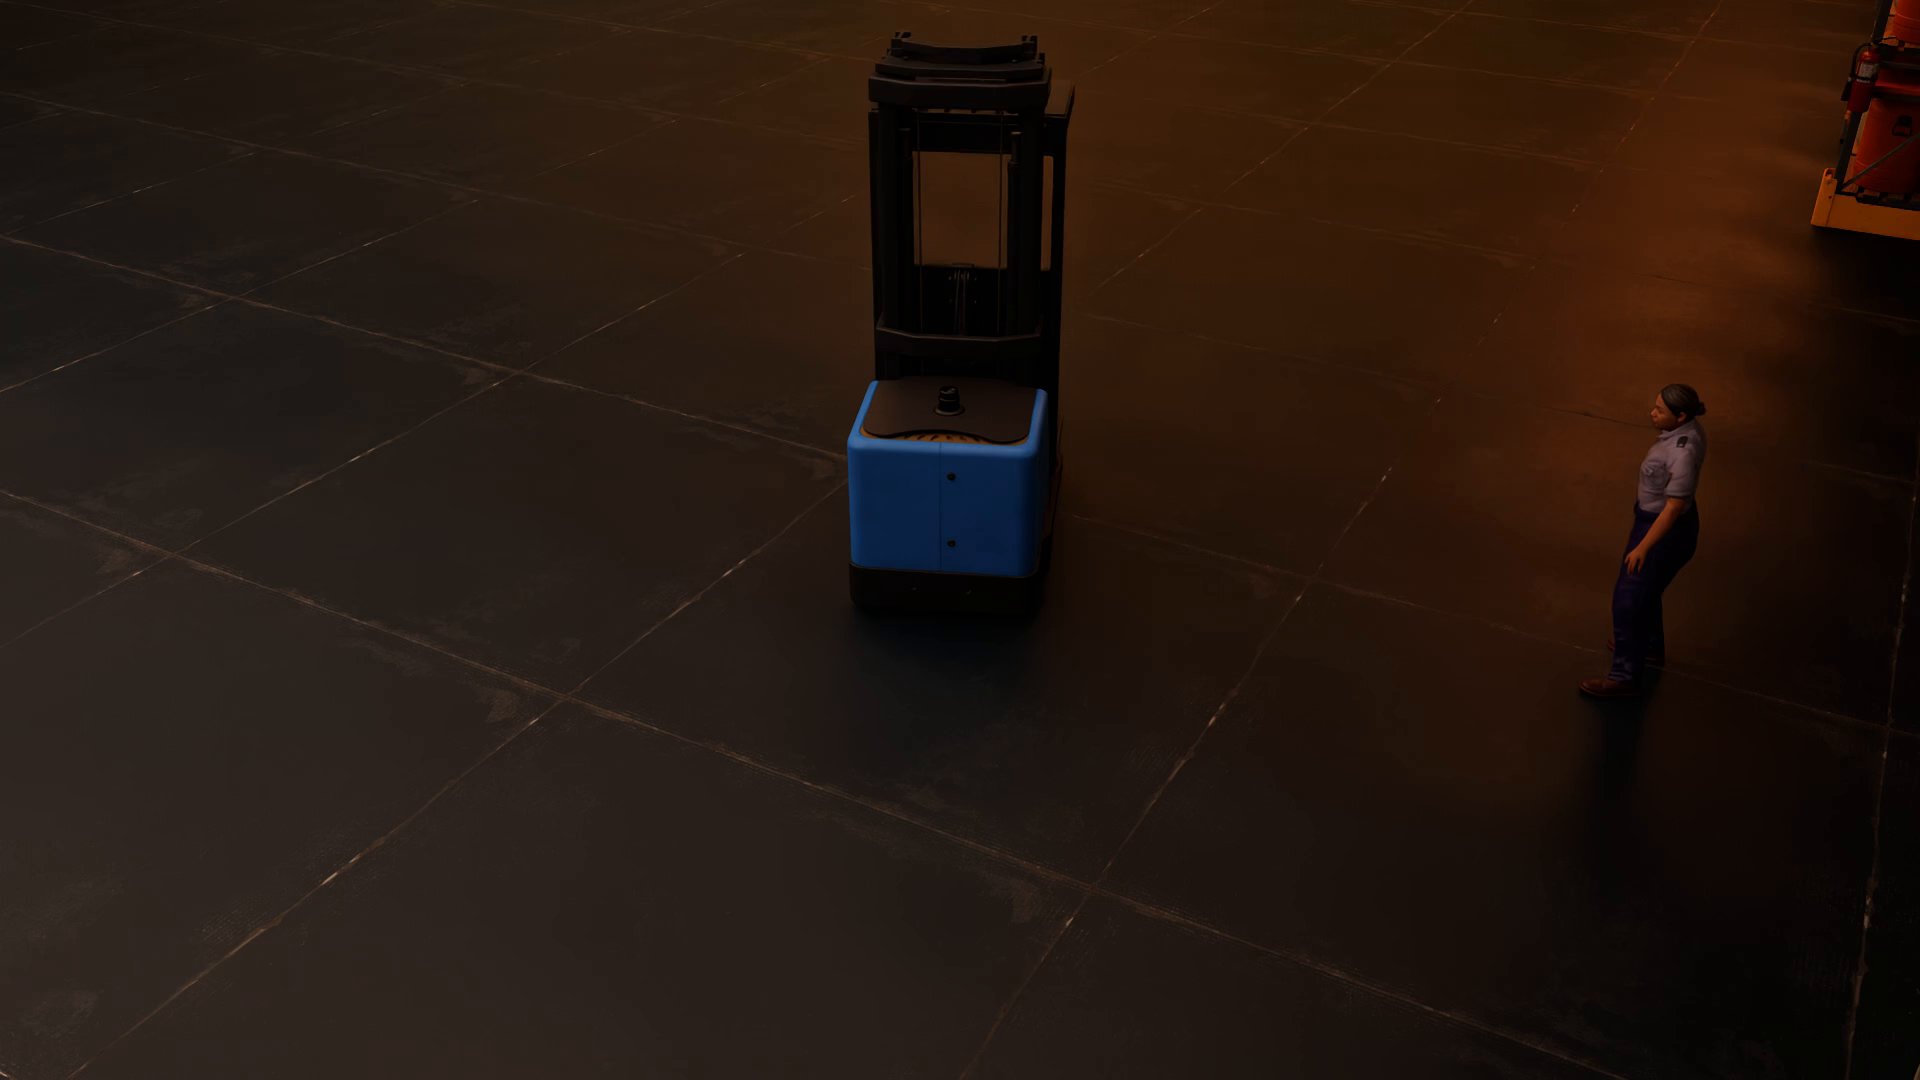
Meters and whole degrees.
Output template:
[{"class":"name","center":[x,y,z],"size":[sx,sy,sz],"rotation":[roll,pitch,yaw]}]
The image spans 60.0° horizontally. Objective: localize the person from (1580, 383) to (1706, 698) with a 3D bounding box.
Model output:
[{"class":"person","center":[3.536,-0.031,8.440],"size":[0.386,1.623,0.744],"rotation":[13,32,21]}]

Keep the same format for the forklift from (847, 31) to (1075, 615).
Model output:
[{"class":"forklift","center":[0.072,-1.572,9.794],"size":[1.130,2.935,3.031],"rotation":[3,30,6]}]
